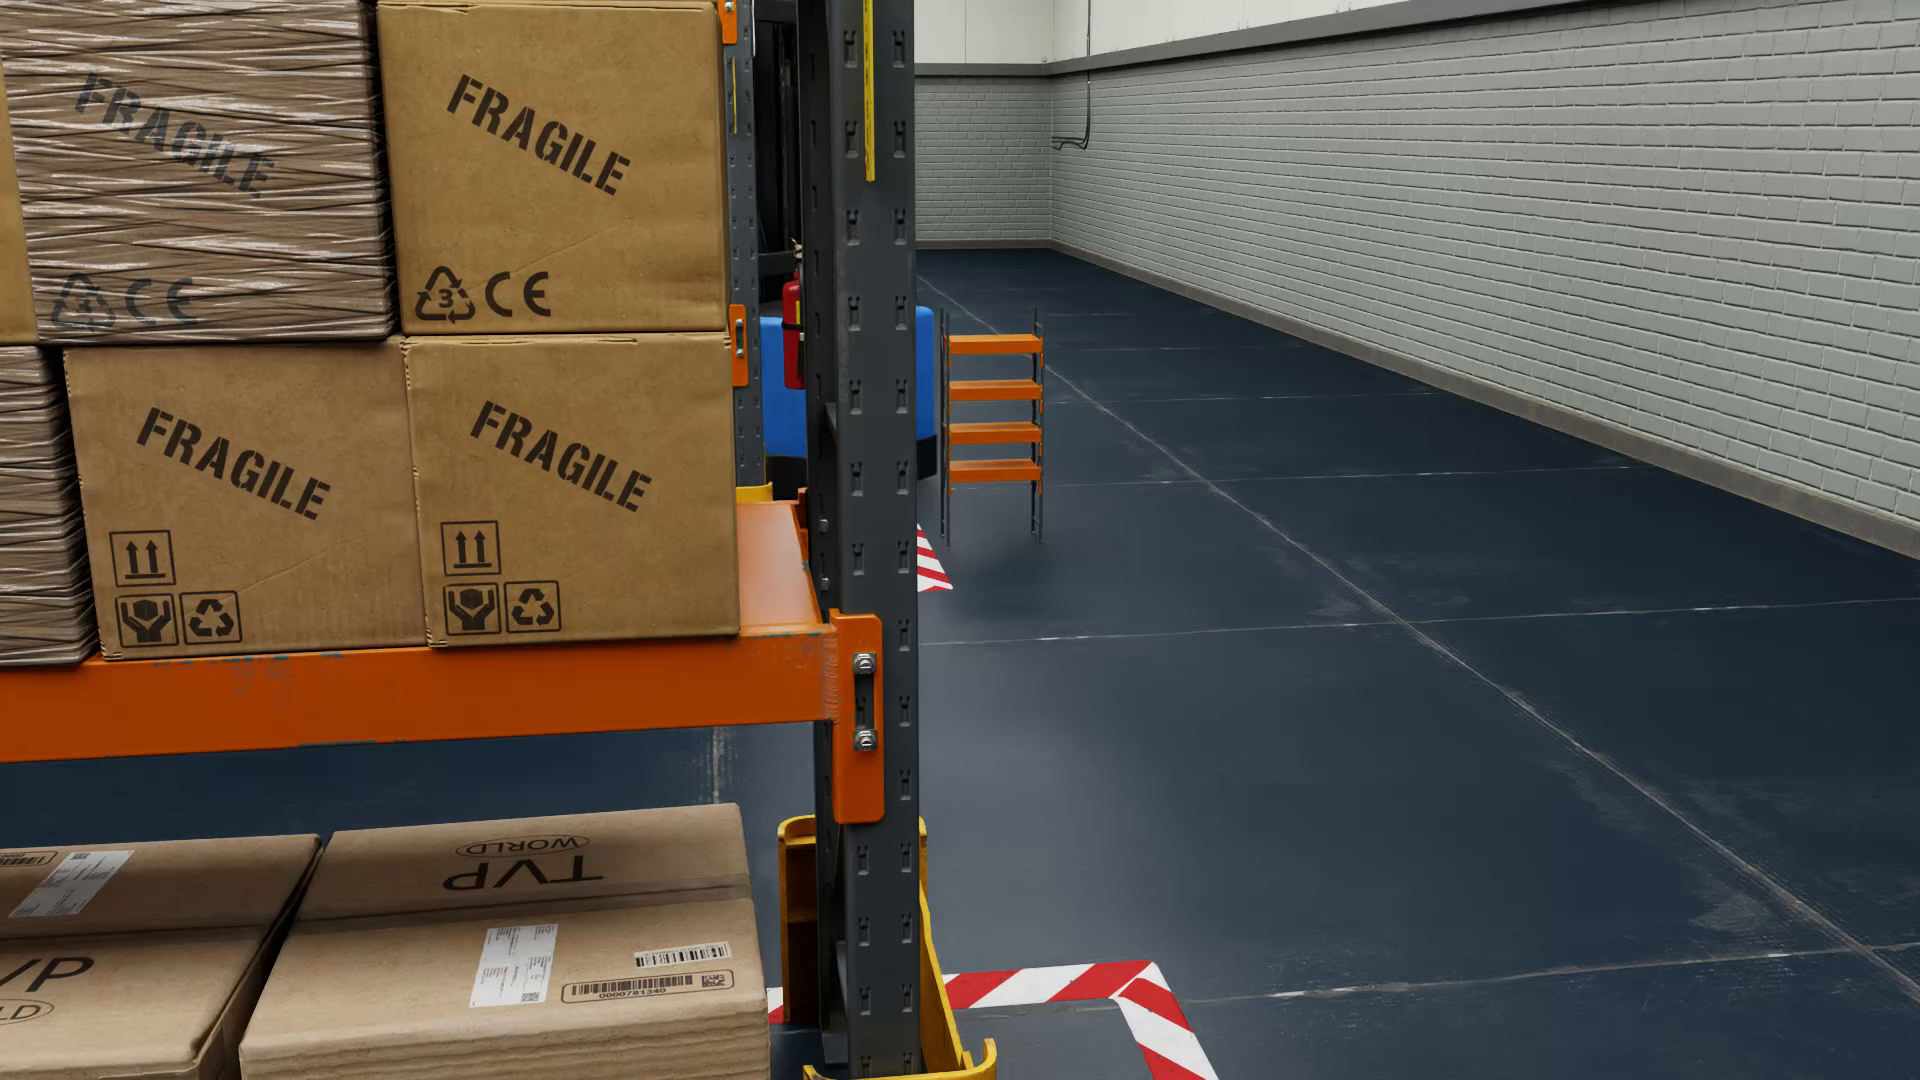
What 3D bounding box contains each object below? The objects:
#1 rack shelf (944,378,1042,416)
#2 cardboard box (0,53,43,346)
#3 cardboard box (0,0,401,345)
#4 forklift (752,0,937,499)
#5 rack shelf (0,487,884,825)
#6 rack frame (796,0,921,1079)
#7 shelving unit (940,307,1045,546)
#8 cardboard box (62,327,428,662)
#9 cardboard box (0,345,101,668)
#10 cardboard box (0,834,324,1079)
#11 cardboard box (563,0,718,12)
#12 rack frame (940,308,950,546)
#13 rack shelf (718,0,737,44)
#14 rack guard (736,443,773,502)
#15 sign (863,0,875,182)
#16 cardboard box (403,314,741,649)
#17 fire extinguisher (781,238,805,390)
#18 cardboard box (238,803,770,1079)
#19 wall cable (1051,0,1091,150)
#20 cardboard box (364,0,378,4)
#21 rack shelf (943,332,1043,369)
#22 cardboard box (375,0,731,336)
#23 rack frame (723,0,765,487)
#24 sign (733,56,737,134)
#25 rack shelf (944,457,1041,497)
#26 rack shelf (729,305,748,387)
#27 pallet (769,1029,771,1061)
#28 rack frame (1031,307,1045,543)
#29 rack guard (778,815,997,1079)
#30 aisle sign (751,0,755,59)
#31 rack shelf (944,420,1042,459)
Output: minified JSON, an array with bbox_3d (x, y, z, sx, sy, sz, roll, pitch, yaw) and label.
[{"bbox_3d":[0.164,-0.740,8.562,0.480,0.148,0.258,-2,14,-8],"label":"rack shelf"},{"bbox_3d":[-1.650,-0.582,2.616,0.500,0.500,0.500,-2,14,-9],"label":"cardboard box"},{"bbox_3d":[-1.160,-0.599,2.685,0.500,0.500,0.500,-2,14,-8],"label":"cardboard box"},{"bbox_3d":[-1.680,-1.830,9.995,3.031,2.935,1.130,8,16,28],"label":"forklift"},{"bbox_3d":[-2.184,0.255,3.019,4.000,0.370,1.077,-2,14,-8],"label":"rack shelf"},{"bbox_3d":[-0.206,-0.167,3.220,0.127,3.000,1.000,-2,14,-8],"label":"rack frame"},{"bbox_3d":[0.164,-0.588,8.600,0.503,1.200,0.258,-2,14,-8],"label":"shelving unit"},{"bbox_3d":[-1.142,-0.120,2.826,0.500,0.500,0.500,-2,14,-9],"label":"cardboard box"},{"bbox_3d":[-1.650,-0.099,2.743,0.500,0.500,0.500,-2,14,-7],"label":"cardboard box"},{"bbox_3d":[-1.748,0.956,3.149,0.875,0.438,0.875,-2,14,-7],"label":"cardboard box"},{"bbox_3d":[-0.531,-0.954,2.764,0.250,0.149,0.380,-2,14,-8],"label":"cardboard box"},{"bbox_3d":[-0.078,-0.579,8.565,0.015,1.200,0.240,-2,14,-8],"label":"rack frame"},{"bbox_3d":[-3.021,-2.387,7.387,4.000,0.370,1.077,-2,14,-8],"label":"rack shelf"},{"bbox_3d":[-1.119,-0.139,8.247,0.348,0.500,1.175,-2,14,-8],"label":"rack guard"},{"bbox_3d":[-0.139,-0.712,2.528,0.005,0.325,0.100,-2,14,-8],"label":"sign"},{"bbox_3d":[-0.644,-0.134,2.885,0.500,0.500,0.500,-2,14,-8],"label":"cardboard box"},{"bbox_3d":[-0.726,-1.033,7.602,0.183,0.674,0.296,-2,14,-8],"label":"fire extinguisher"},{"bbox_3d":[-0.844,0.920,3.290,0.875,0.438,0.875,-3,14,-10],"label":"cardboard box"},{"bbox_3d":[1.750,-7.648,27.101,0.112,2.526,3.097,-2,14,-8],"label":"wall cable"},{"bbox_3d":[-1.021,-0.909,2.586,0.250,0.149,0.380,-2,14,-9],"label":"cardboard box"},{"bbox_3d":[0.164,-0.969,8.504,0.480,0.148,0.258,-2,14,-8],"label":"rack shelf"},{"bbox_3d":[-0.648,-0.625,2.788,0.500,0.500,0.500,-2,14,-6],"label":"cardboard box"},{"bbox_3d":[-1.044,-1.354,7.953,0.127,3.000,1.000,-2,14,-8],"label":"rack frame"},{"bbox_3d":[-0.981,-1.934,7.239,0.005,0.325,0.100,-2,14,-8],"label":"sign"},{"bbox_3d":[0.164,-0.330,8.664,0.480,0.148,0.258,-2,14,-8],"label":"rack shelf"},{"bbox_3d":[-3.021,-0.932,7.752,4.000,0.370,1.077,-2,14,-8],"label":"rack shelf"},{"bbox_3d":[-0.985,1.234,3.369,1.213,0.211,1.003,-2,14,-8],"label":"pallet"},{"bbox_3d":[0.405,-0.597,8.635,0.015,1.200,0.240,-2,14,-8],"label":"rack frame"},{"bbox_3d":[-0.183,1.045,3.528,0.348,0.500,1.175,-2,14,-8],"label":"rack guard"},{"bbox_3d":[-0.927,-2.545,7.360,0.004,0.787,0.394,-2,14,-8],"label":"aisle sign"},{"bbox_3d":[0.164,-0.523,8.616,0.480,0.148,0.258,-2,14,-8],"label":"rack shelf"}]
